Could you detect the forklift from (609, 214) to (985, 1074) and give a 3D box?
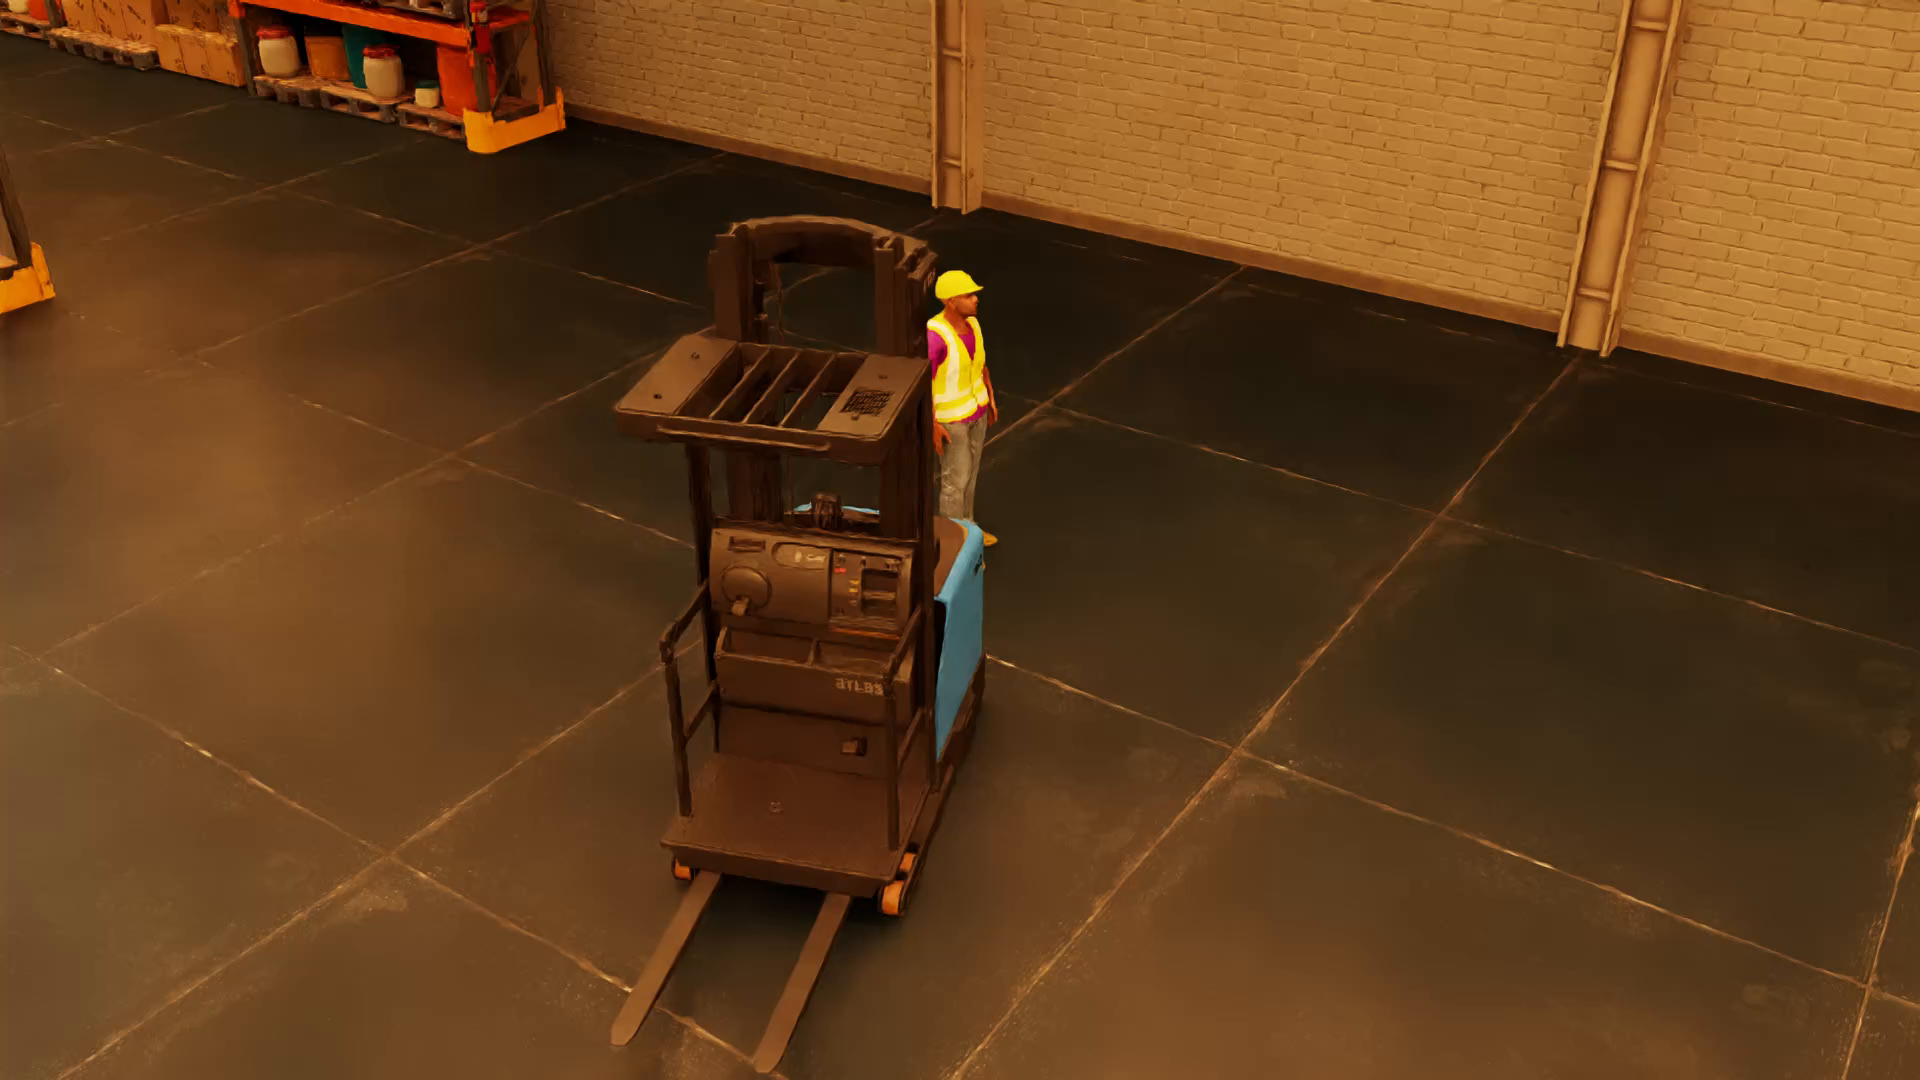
[{"bbox_3d":[-0.713,0.226,7.192,1.130,2.935,3.031,7,31,12],"label":"forklift"}]

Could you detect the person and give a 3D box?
[{"bbox_3d":[0.055,-0.748,10.015,0.576,1.766,0.665,19,35,29],"label":"person"}]
